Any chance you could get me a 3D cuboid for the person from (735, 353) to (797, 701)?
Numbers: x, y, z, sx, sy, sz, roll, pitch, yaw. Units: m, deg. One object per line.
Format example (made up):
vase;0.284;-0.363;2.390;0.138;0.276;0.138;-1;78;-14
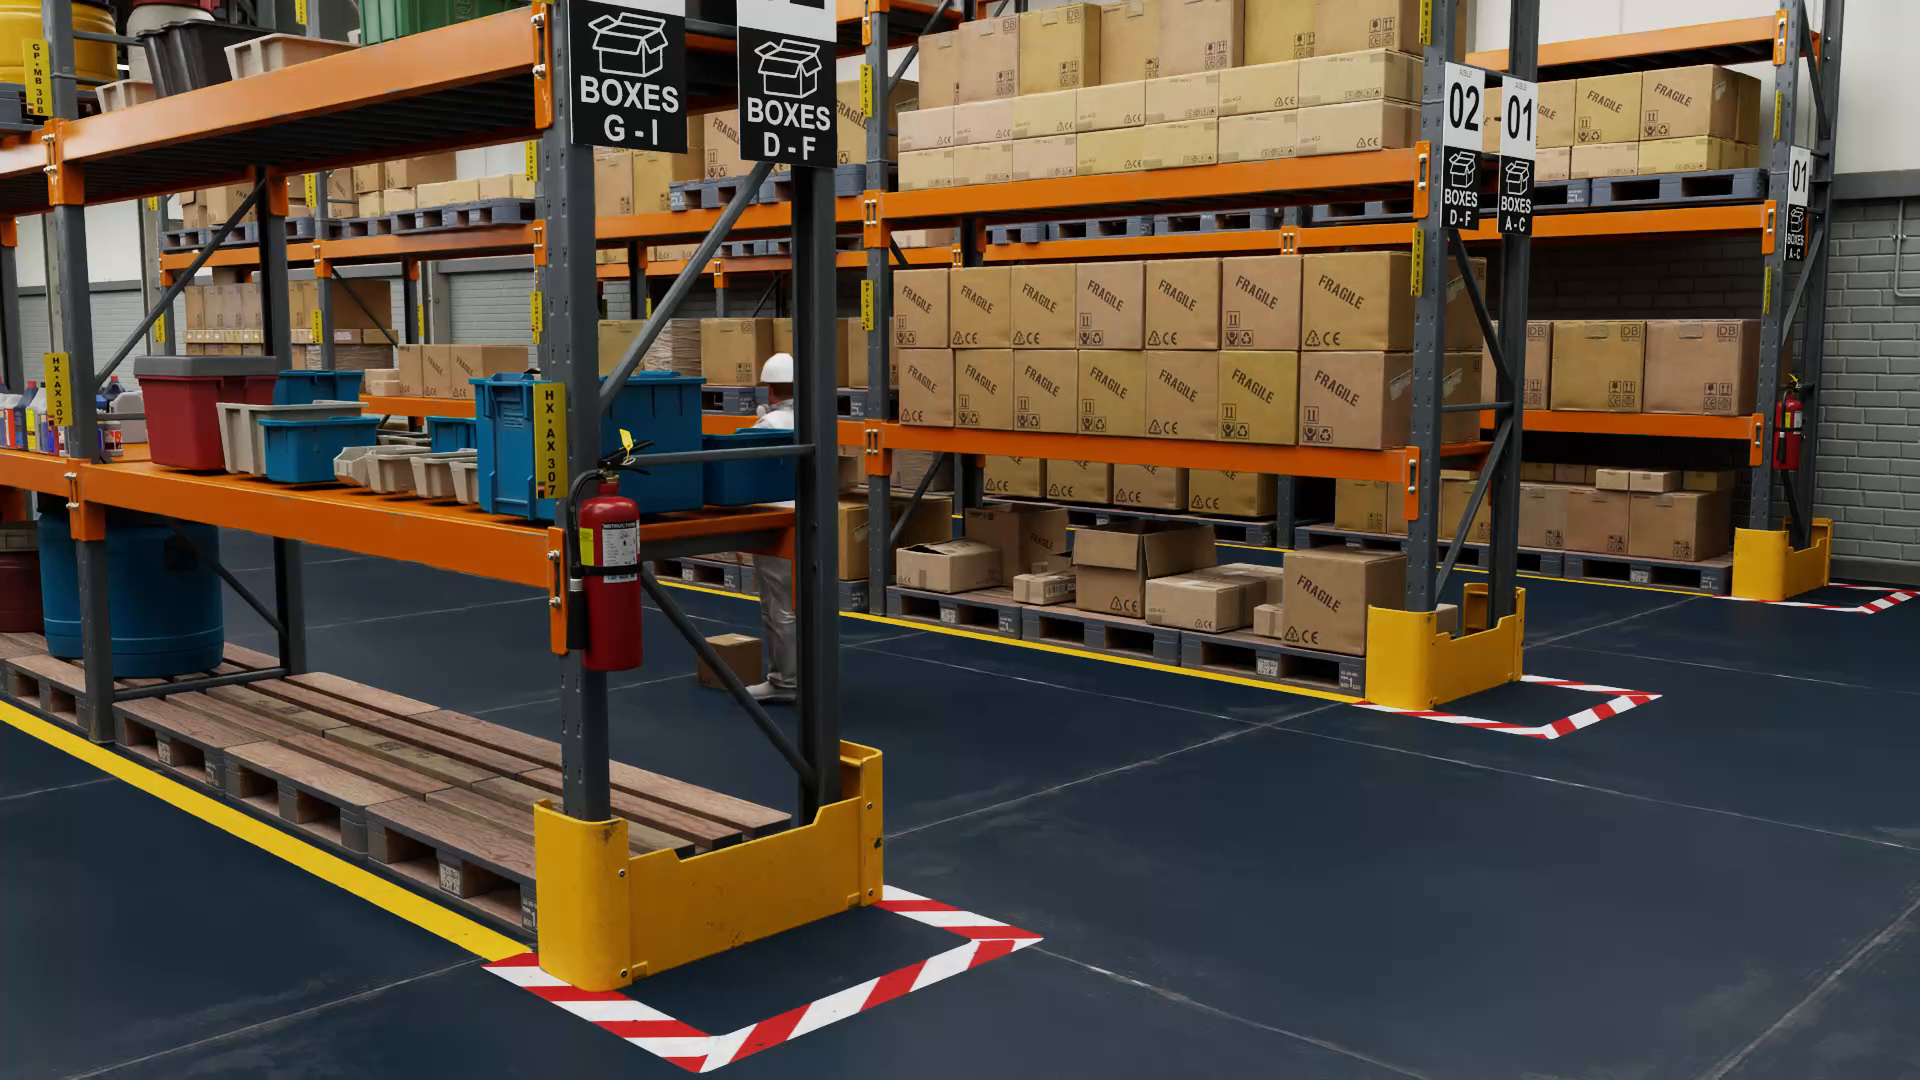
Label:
person;-0.901;-0.071;8.577;0.358;1.776;0.557;5;9;37
